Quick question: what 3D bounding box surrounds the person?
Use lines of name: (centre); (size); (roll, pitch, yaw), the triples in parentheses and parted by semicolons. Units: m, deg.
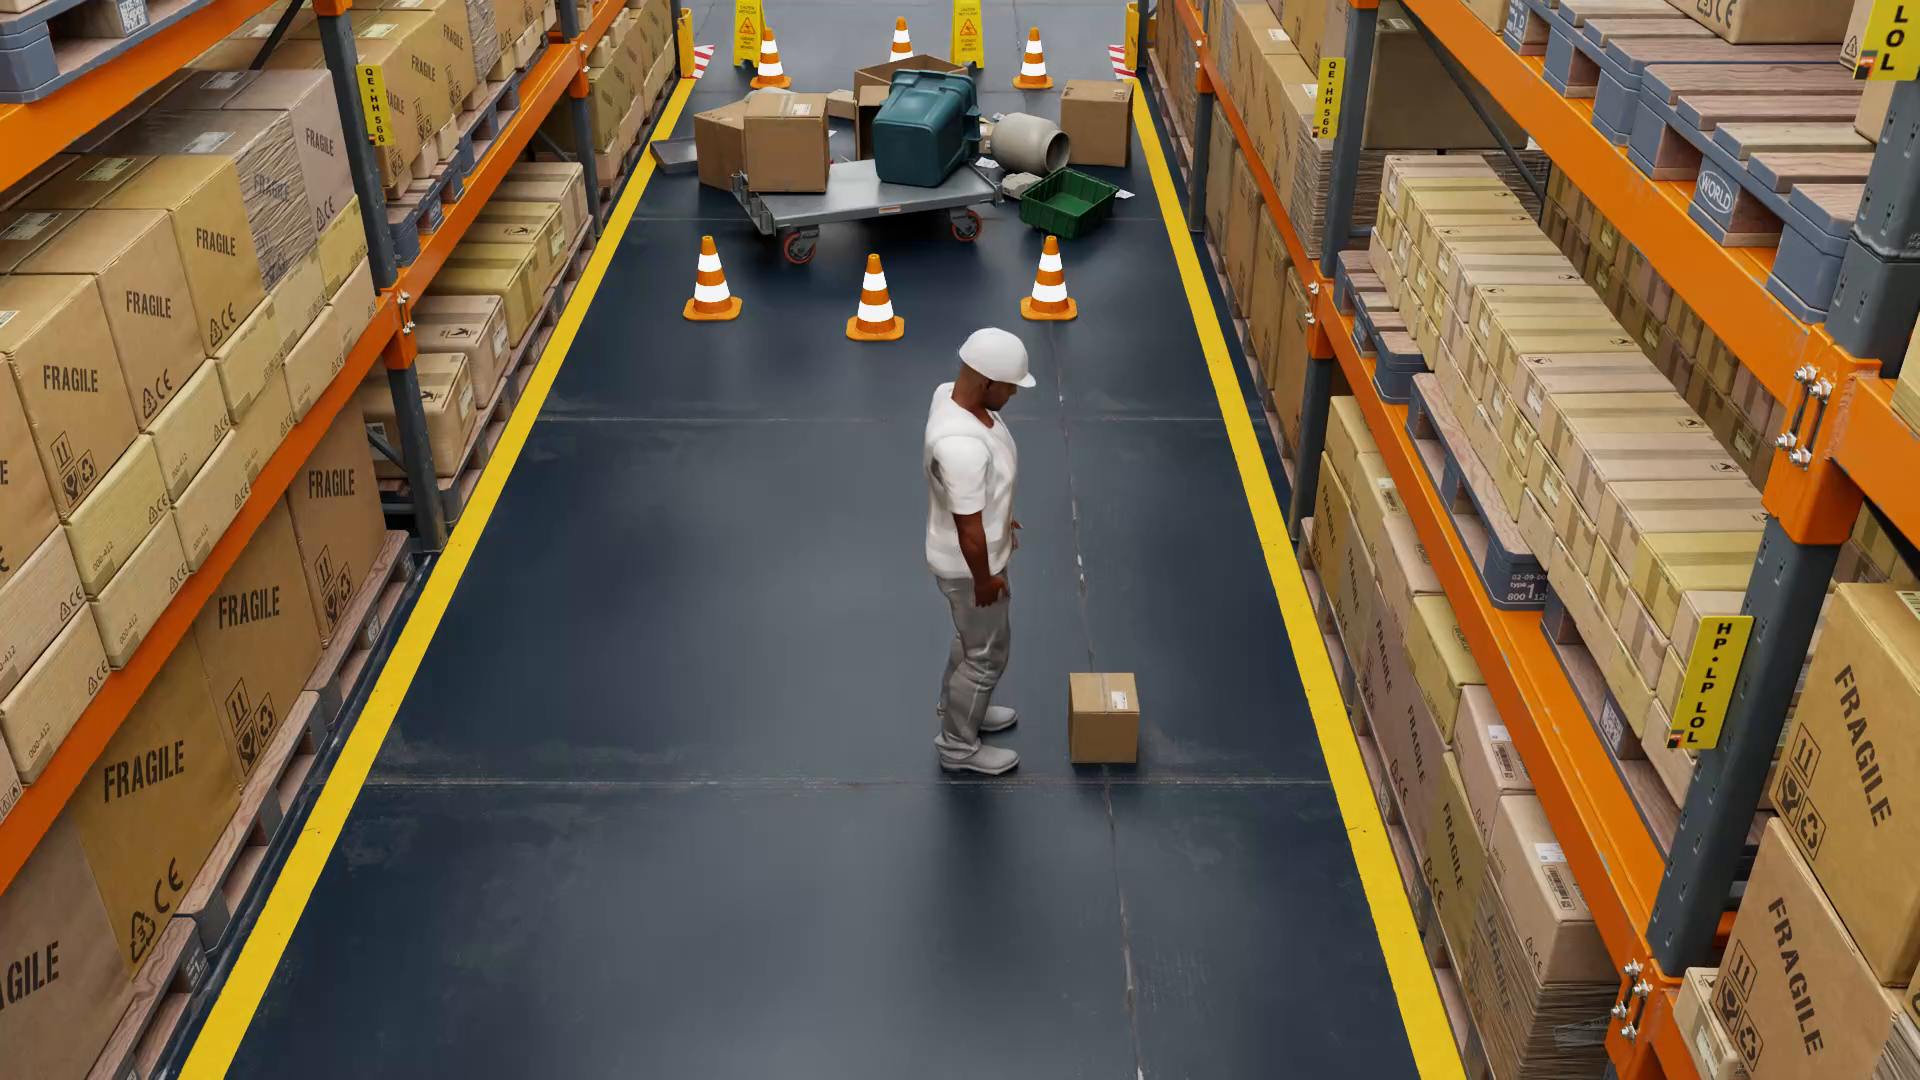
person: (0.076, 0.046, 6.077); (0.438, 1.725, 0.588); (1, 31, 1)
